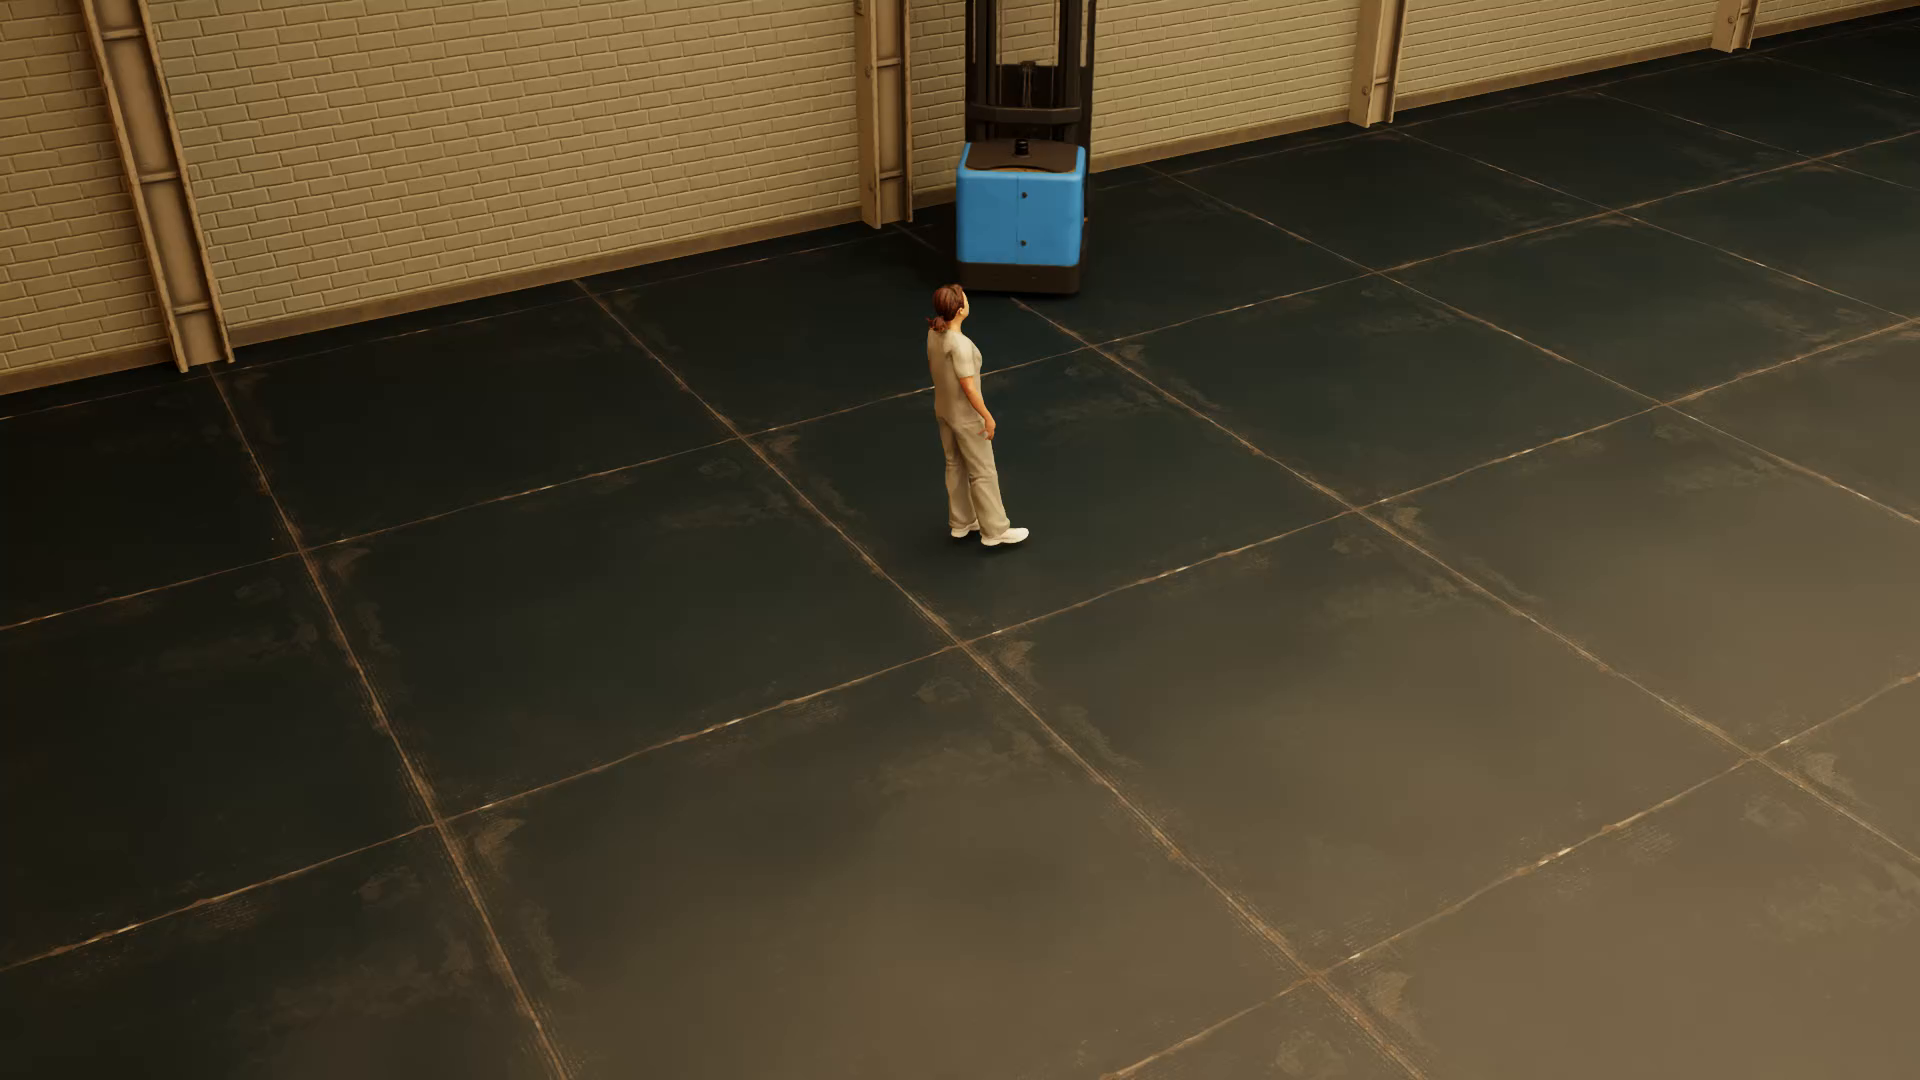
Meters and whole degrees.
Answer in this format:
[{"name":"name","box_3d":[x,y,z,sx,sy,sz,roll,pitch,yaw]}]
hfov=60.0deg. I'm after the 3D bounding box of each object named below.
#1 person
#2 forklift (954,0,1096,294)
[{"name":"person","box_3d":[0.070,-0.773,10.068,0.547,1.673,0.549,-17,35,-26]},{"name":"forklift","box_3d":[0.613,-4.029,14.376,1.130,2.935,3.031,3,31,5]}]
